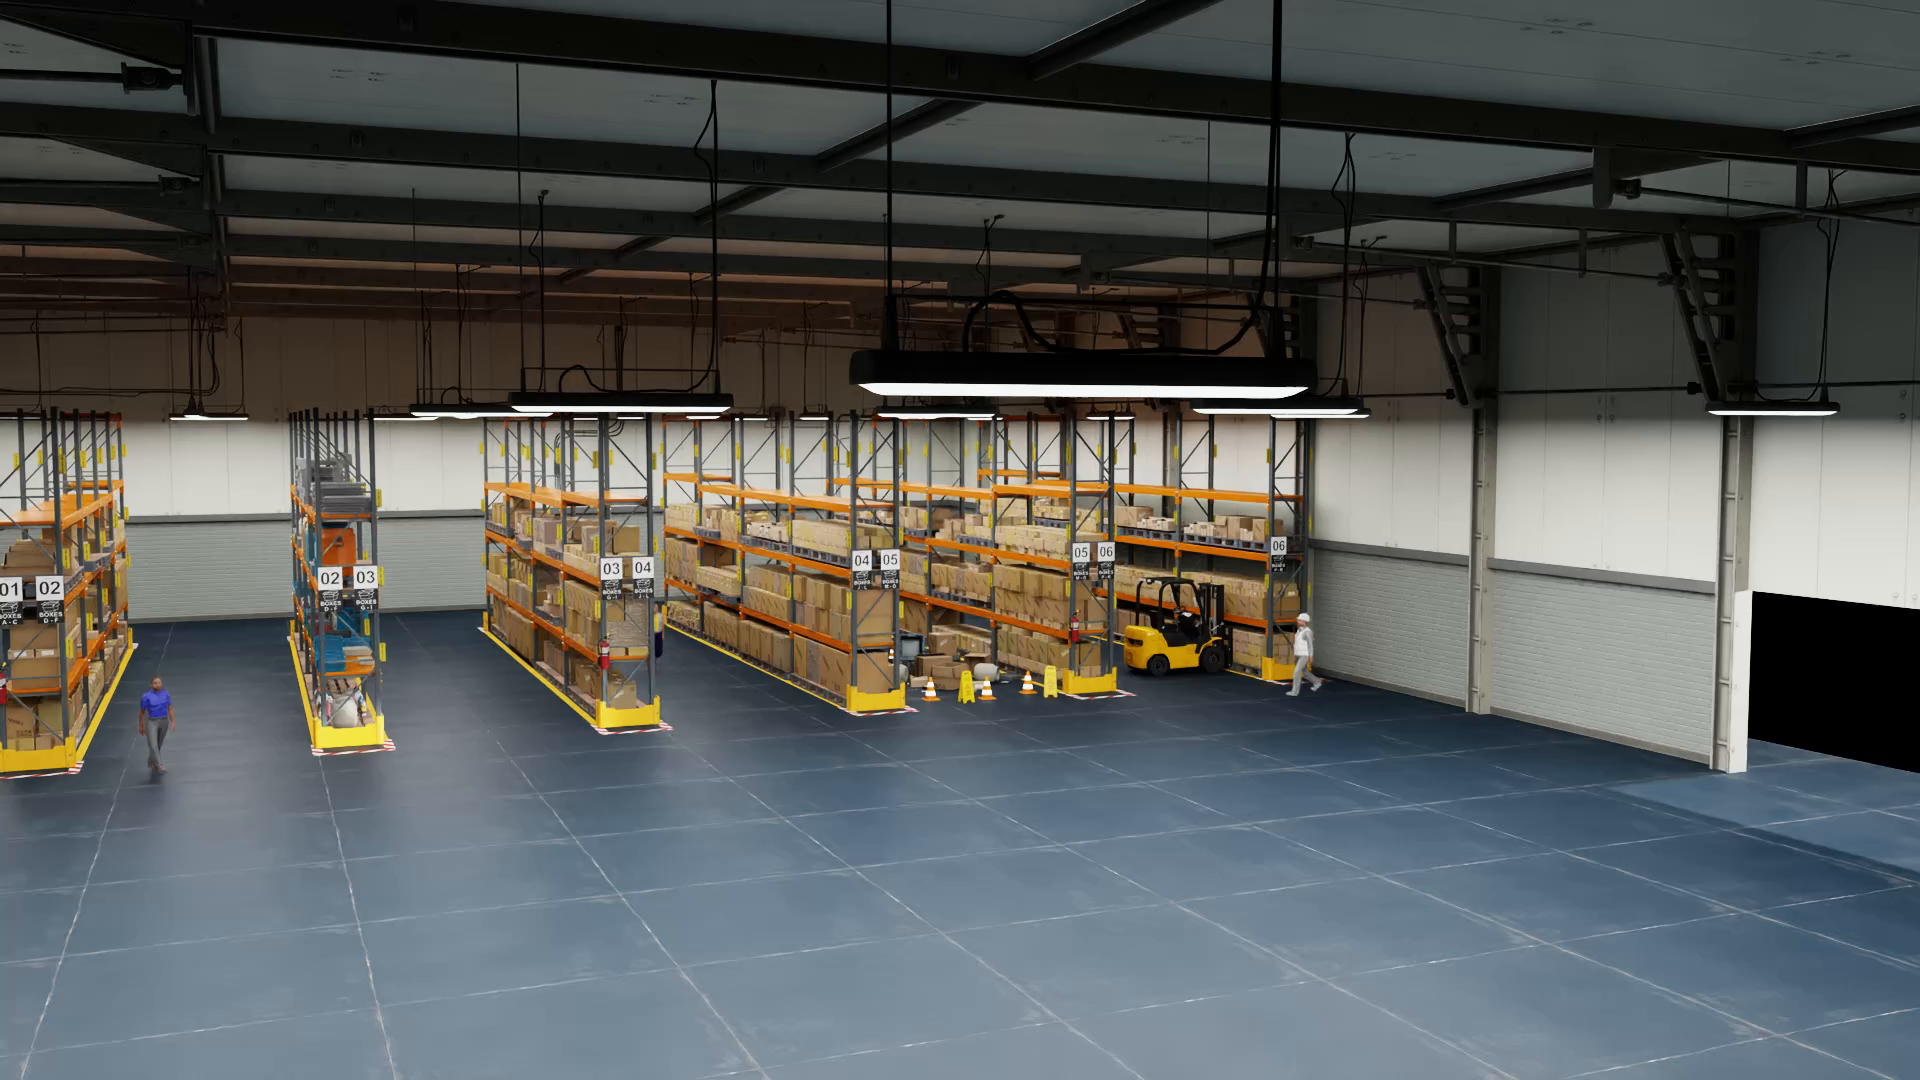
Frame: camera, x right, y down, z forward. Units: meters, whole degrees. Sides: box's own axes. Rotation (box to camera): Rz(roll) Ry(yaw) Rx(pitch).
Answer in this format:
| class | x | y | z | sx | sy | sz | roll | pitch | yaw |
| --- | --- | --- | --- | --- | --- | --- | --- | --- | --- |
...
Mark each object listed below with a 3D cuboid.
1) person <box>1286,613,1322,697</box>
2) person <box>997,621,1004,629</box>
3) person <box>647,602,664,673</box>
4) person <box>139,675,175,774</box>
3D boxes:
| class | x | y | z | sx | sy | sz | roll | pitch | yaw |
| --- | --- | --- | --- | --- | --- | --- | --- | --- | --- |
| person | 7.255 | 2.403 | 34.949 | 0.999 | 1.738 | 0.541 | -2 | 4 | -21 |
| person | 1.089 | 1.766 | 44.076 | 0.660 | 1.763 | 0.634 | 4 | 5 | 42 |
| person | -7.066 | 2.235 | 38.347 | 0.514 | 1.594 | 0.880 | -3 | 5 | -39 |
| person | -13.053 | 3.002 | 27.075 | 1.041 | 1.595 | 0.491 | 3 | 5 | 36 |
